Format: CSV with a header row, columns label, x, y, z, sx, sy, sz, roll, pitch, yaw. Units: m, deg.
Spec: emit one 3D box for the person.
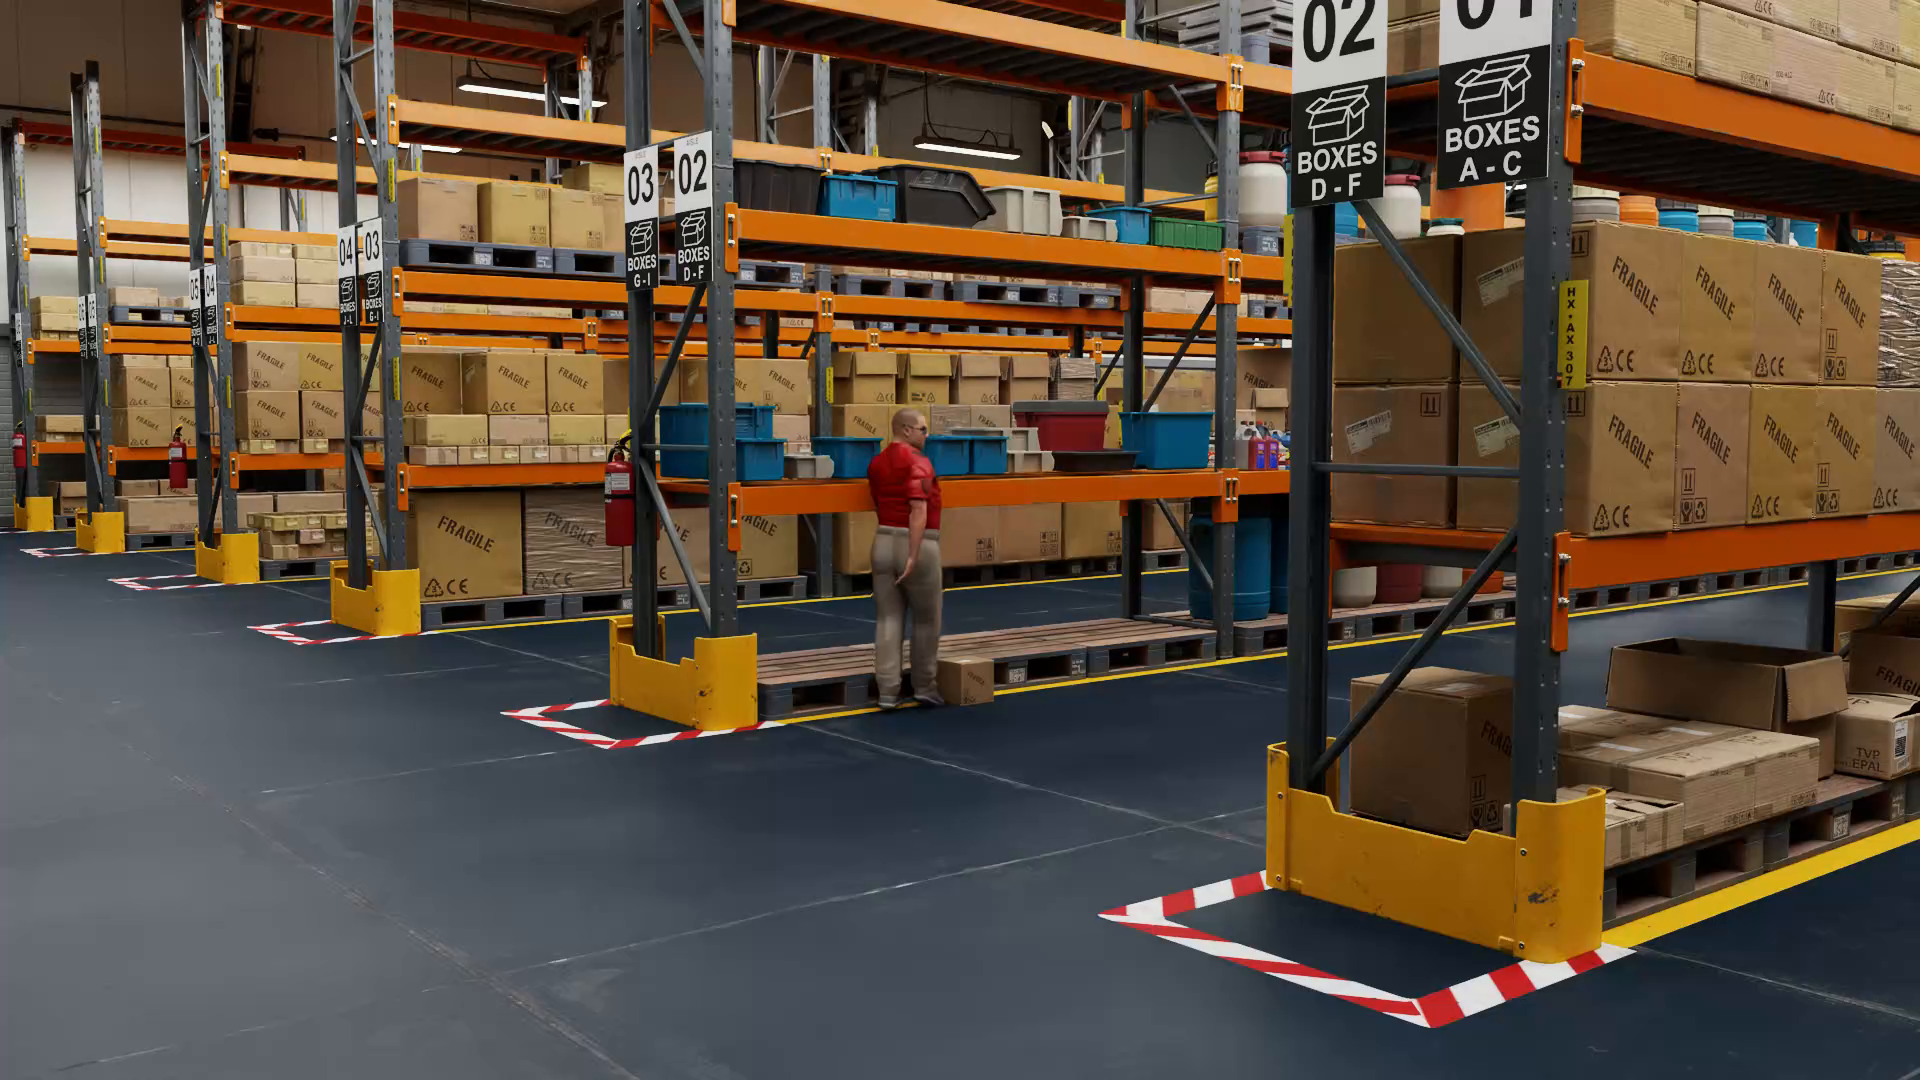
label,x,y,z,sx,sy,sz,roll,pitch,yaw
person,-0.298,0.133,9.574,0.502,1.785,0.687,3,5,31
